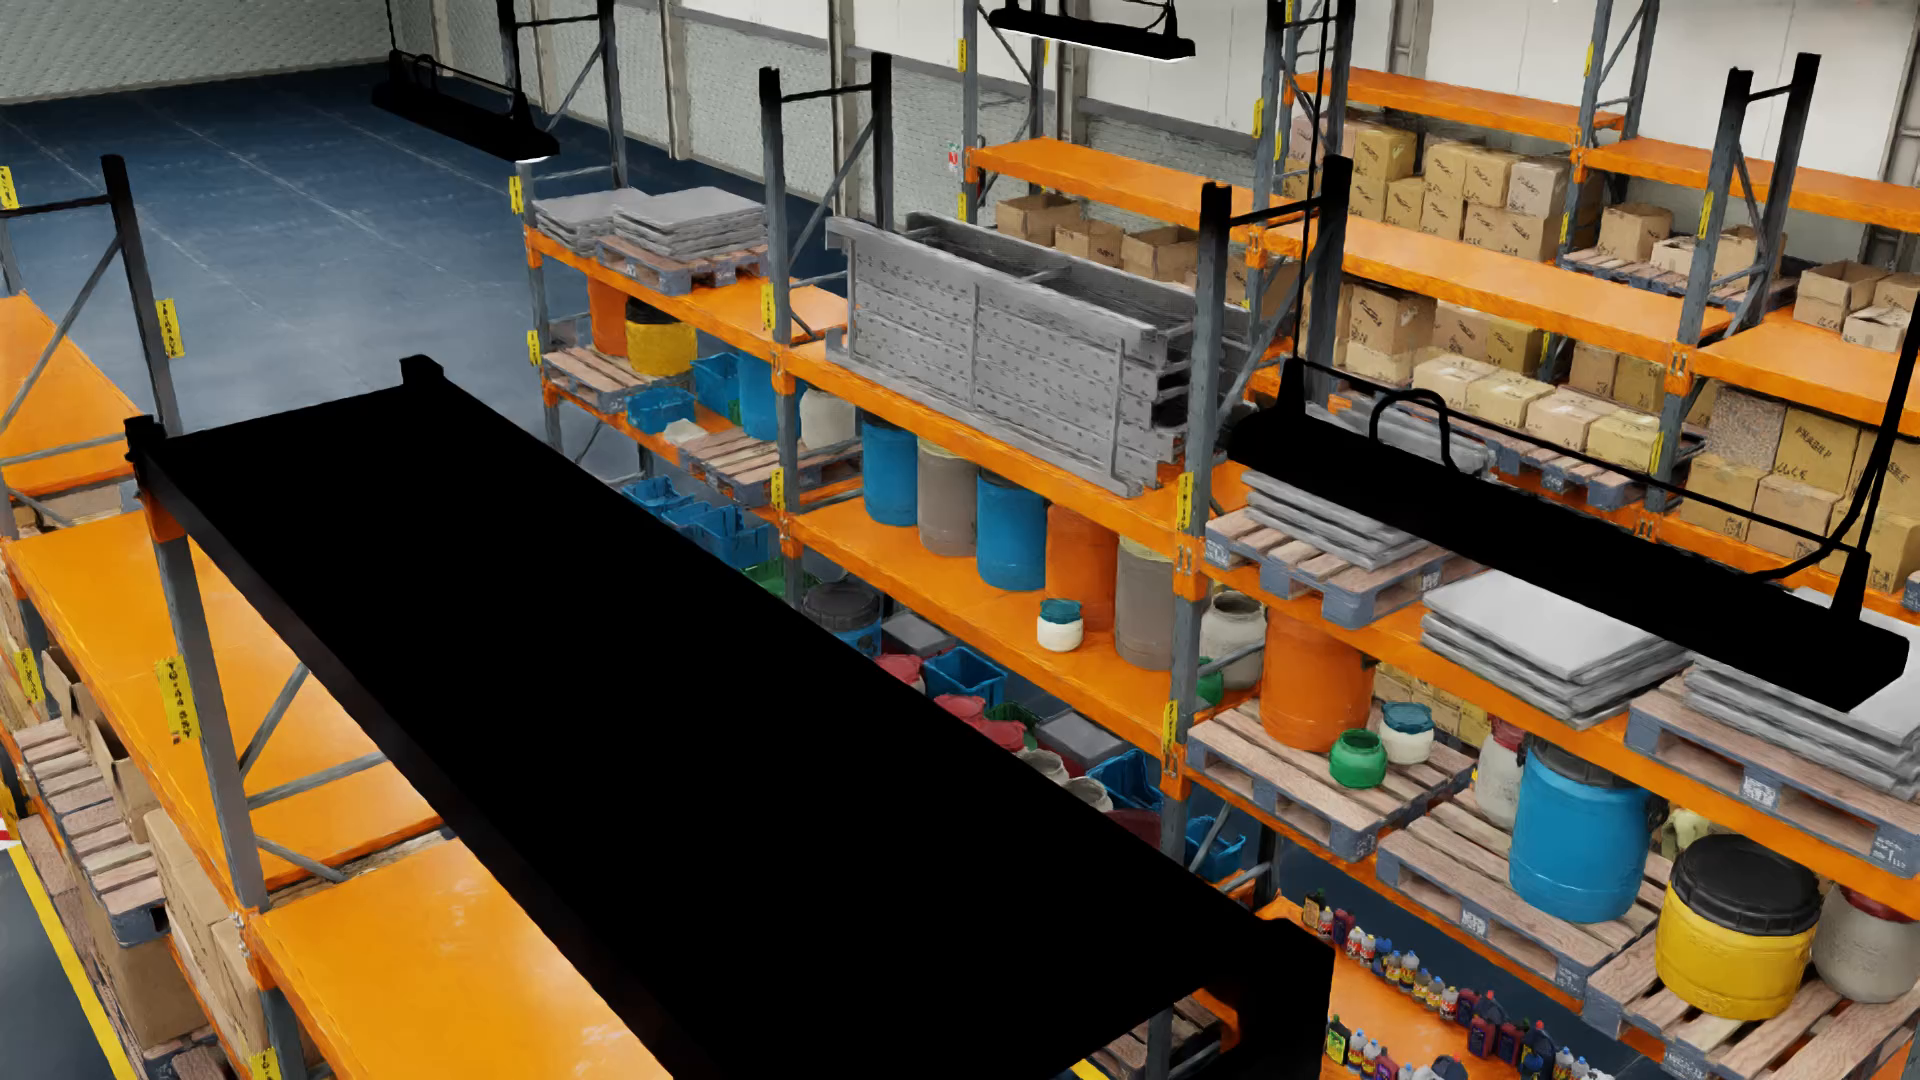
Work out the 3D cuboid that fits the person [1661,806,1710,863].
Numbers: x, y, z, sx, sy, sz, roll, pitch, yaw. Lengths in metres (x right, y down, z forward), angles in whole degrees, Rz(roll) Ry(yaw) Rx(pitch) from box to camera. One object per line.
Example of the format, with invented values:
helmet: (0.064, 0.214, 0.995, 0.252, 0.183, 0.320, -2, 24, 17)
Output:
person: (5.022, 2.289, 11.666, 0.449, 1.586, 1.098, -21, 33, -36)
